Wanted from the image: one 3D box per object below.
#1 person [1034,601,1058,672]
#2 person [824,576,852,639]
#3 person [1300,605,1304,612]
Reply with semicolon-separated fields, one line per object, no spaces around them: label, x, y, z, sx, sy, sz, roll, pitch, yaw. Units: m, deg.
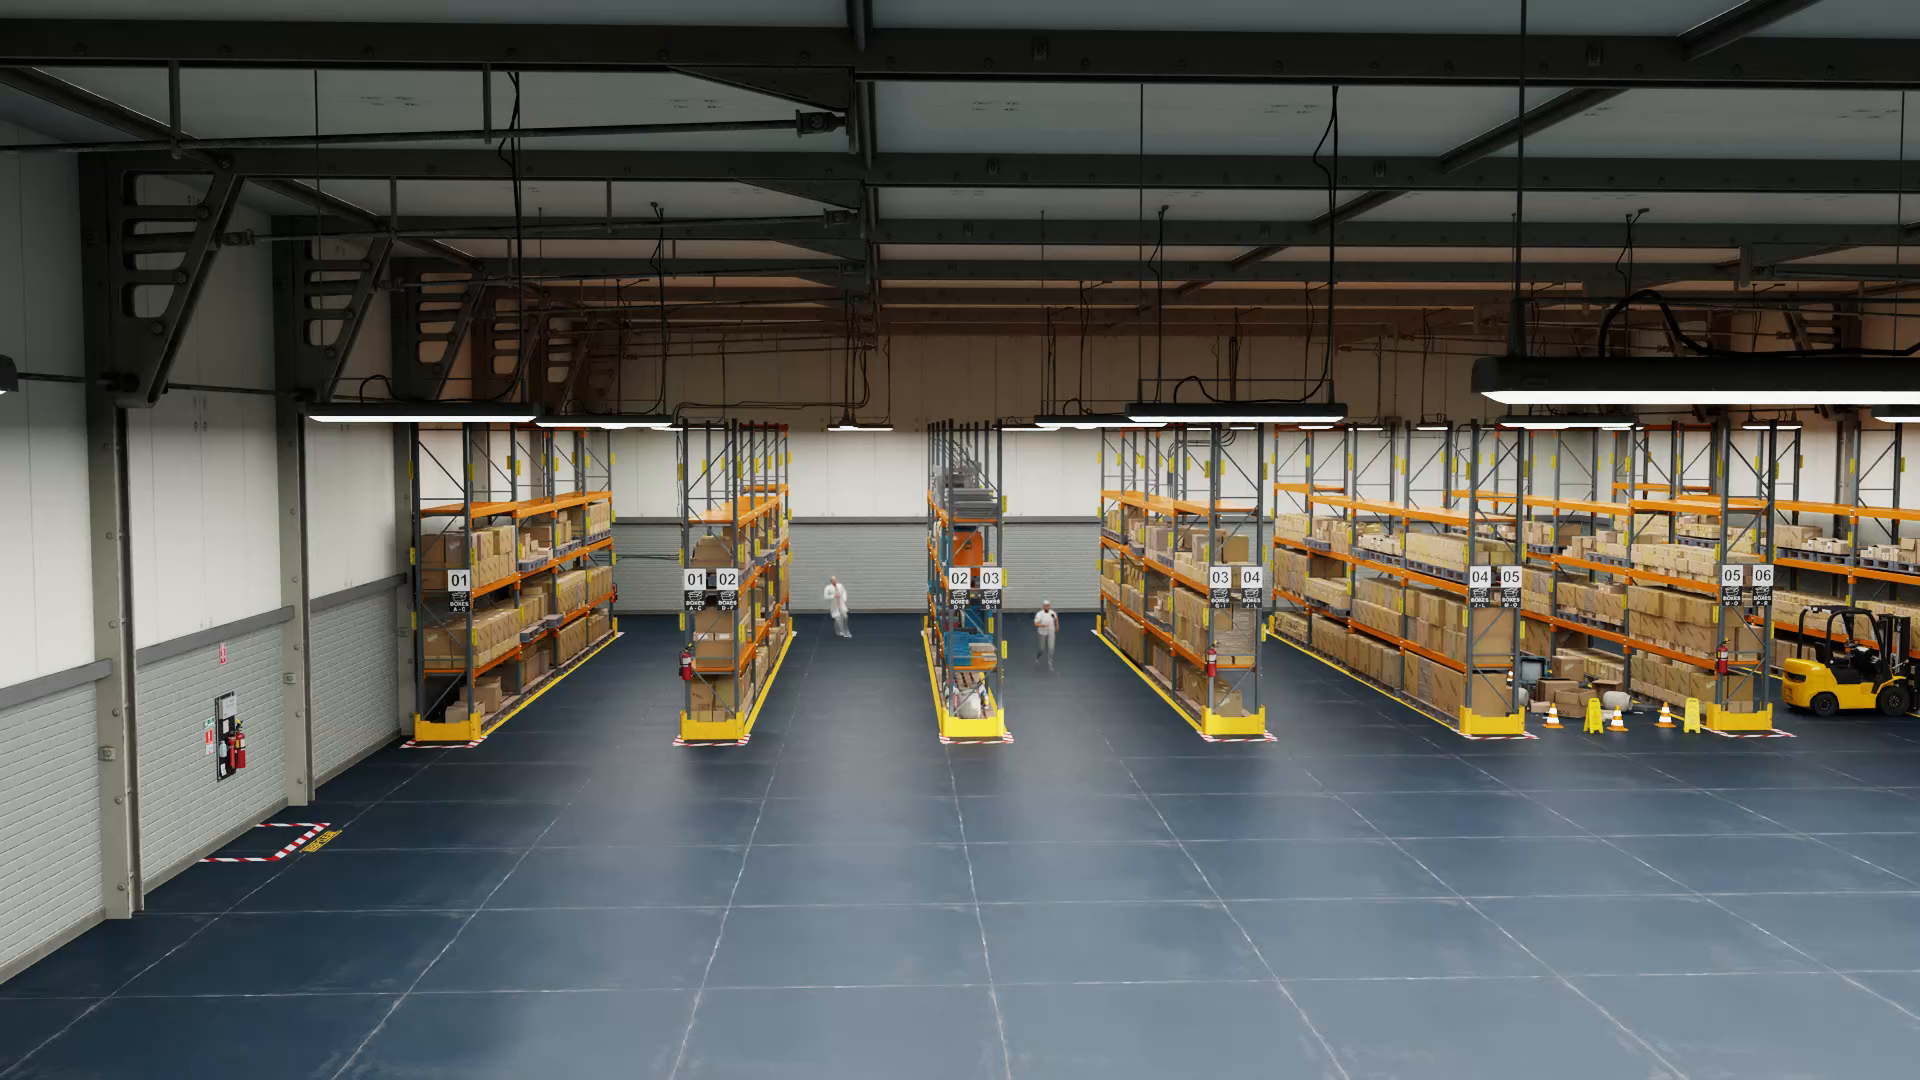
person;2.094;2.310;40.417;0.615;1.686;0.936;-1;4;-8
person;-3.460;1.880;46.597;0.763;1.762;0.736;-1;4;-18
person;10.211;1.747;48.897;0.592;1.691;0.731;3;5;43
